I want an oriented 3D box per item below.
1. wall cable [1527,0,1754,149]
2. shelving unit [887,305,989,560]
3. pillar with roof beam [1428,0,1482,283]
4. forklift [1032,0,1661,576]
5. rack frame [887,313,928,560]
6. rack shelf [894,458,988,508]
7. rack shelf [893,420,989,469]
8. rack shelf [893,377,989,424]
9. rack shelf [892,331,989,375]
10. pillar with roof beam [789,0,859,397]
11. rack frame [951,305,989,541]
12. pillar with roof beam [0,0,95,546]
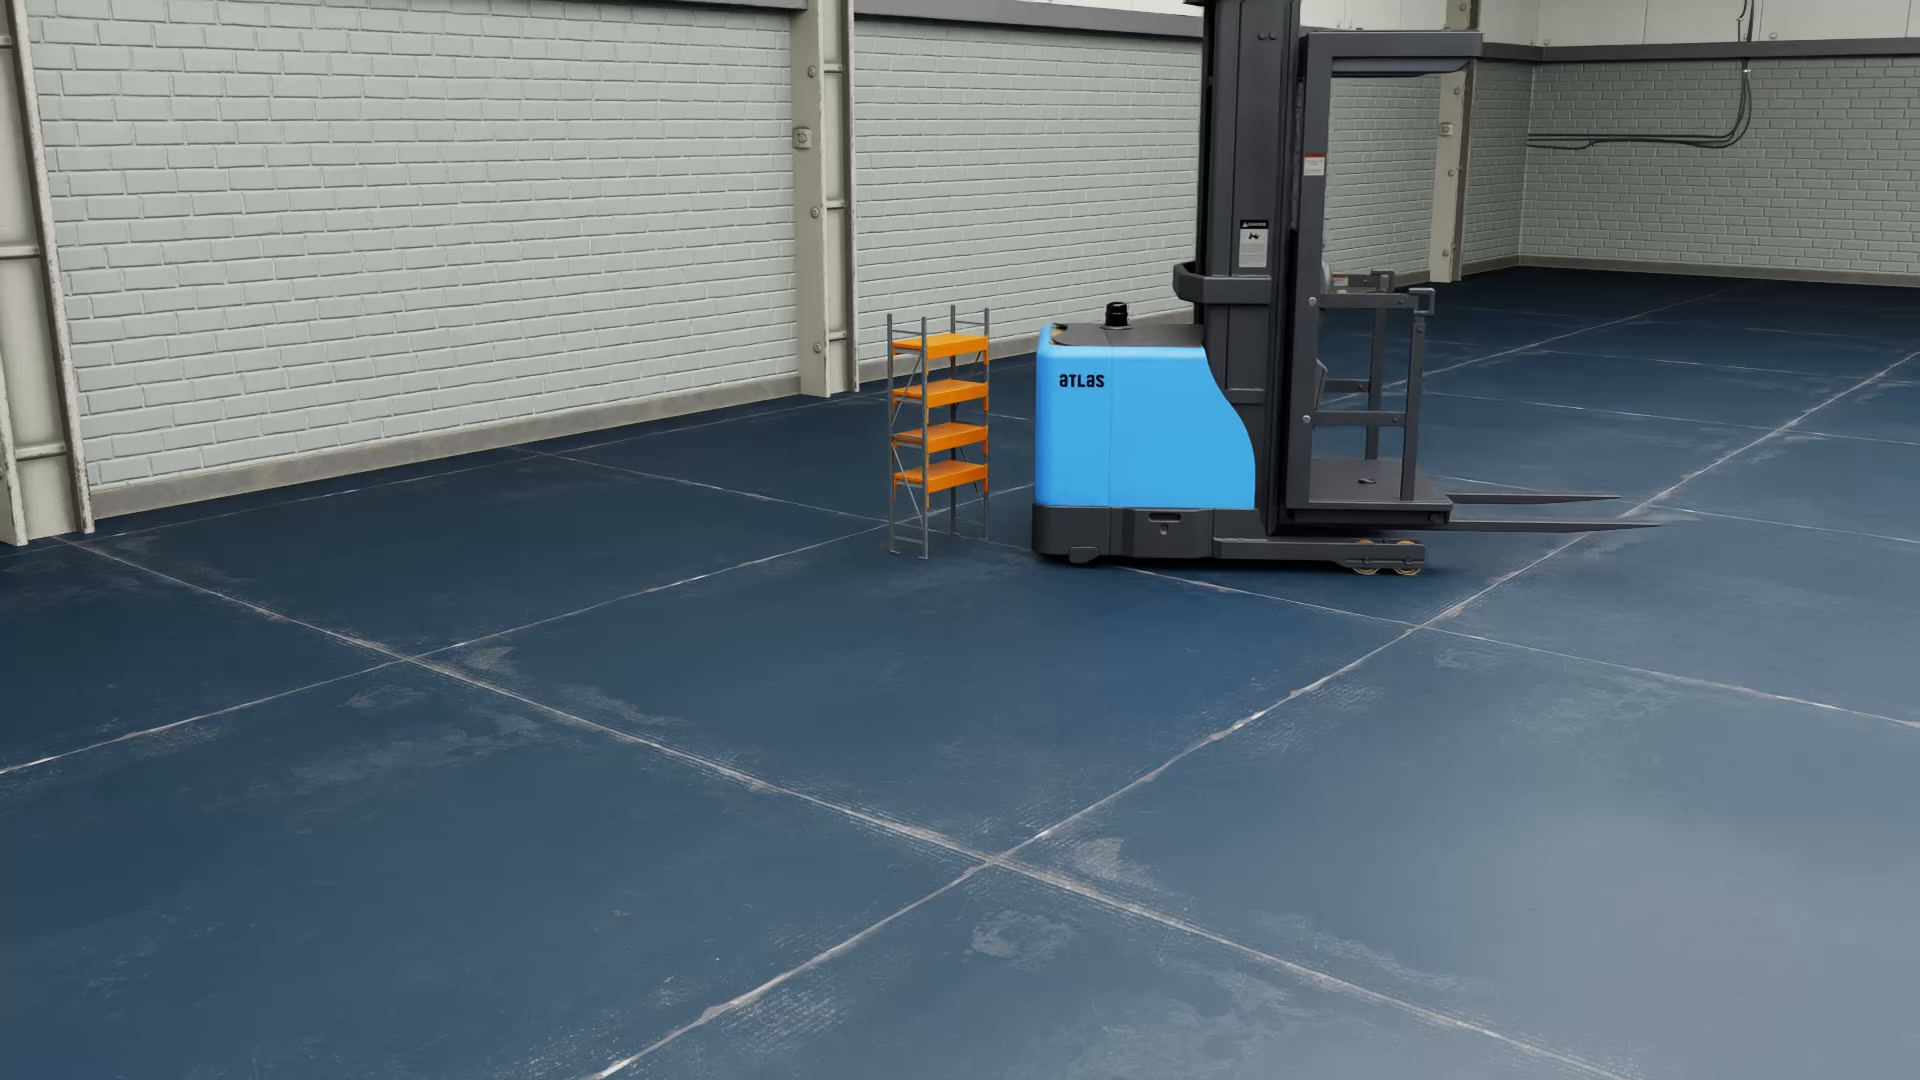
[{"bbox_3d":[9.377,-6.694,23.001,3.097,2.526,0.112,11,18,38],"label":"wall cable"},{"bbox_3d":[-0.104,-0.550,8.350,0.258,1.200,0.503,11,18,38],"label":"shelving unit"},{"bbox_3d":[9.845,-7.173,18.581,9.100,9.000,0.400,11,18,38],"label":"pillar with roof beam"},{"bbox_3d":[1.892,-1.386,8.124,3.031,2.935,1.130,1,14,4],"label":"forklift"},{"bbox_3d":[-0.257,-0.503,8.166,0.240,1.200,0.015,11,18,38],"label":"rack frame"},{"bbox_3d":[-0.104,-0.292,8.416,0.258,0.148,0.480,11,18,38],"label":"rack shelf"},{"bbox_3d":[-0.104,-0.485,8.367,0.258,0.148,0.480,11,18,38],"label":"rack shelf"},{"bbox_3d":[-0.104,-0.701,8.312,0.258,0.148,0.480,11,18,38],"label":"rack shelf"},{"bbox_3d":[-0.104,-0.931,8.254,0.258,0.148,0.480,11,18,38],"label":"rack shelf"},{"bbox_3d":[2.303,-4.875,9.535,9.100,9.000,0.400,11,18,38],"label":"pillar with roof beam"},{"bbox_3d":[0.049,-0.597,8.534,0.240,1.200,0.015,11,18,38],"label":"rack frame"},{"bbox_3d":[-1.468,-3.726,5.012,9.100,9.000,0.400,11,18,38],"label":"pillar with roof beam"}]
